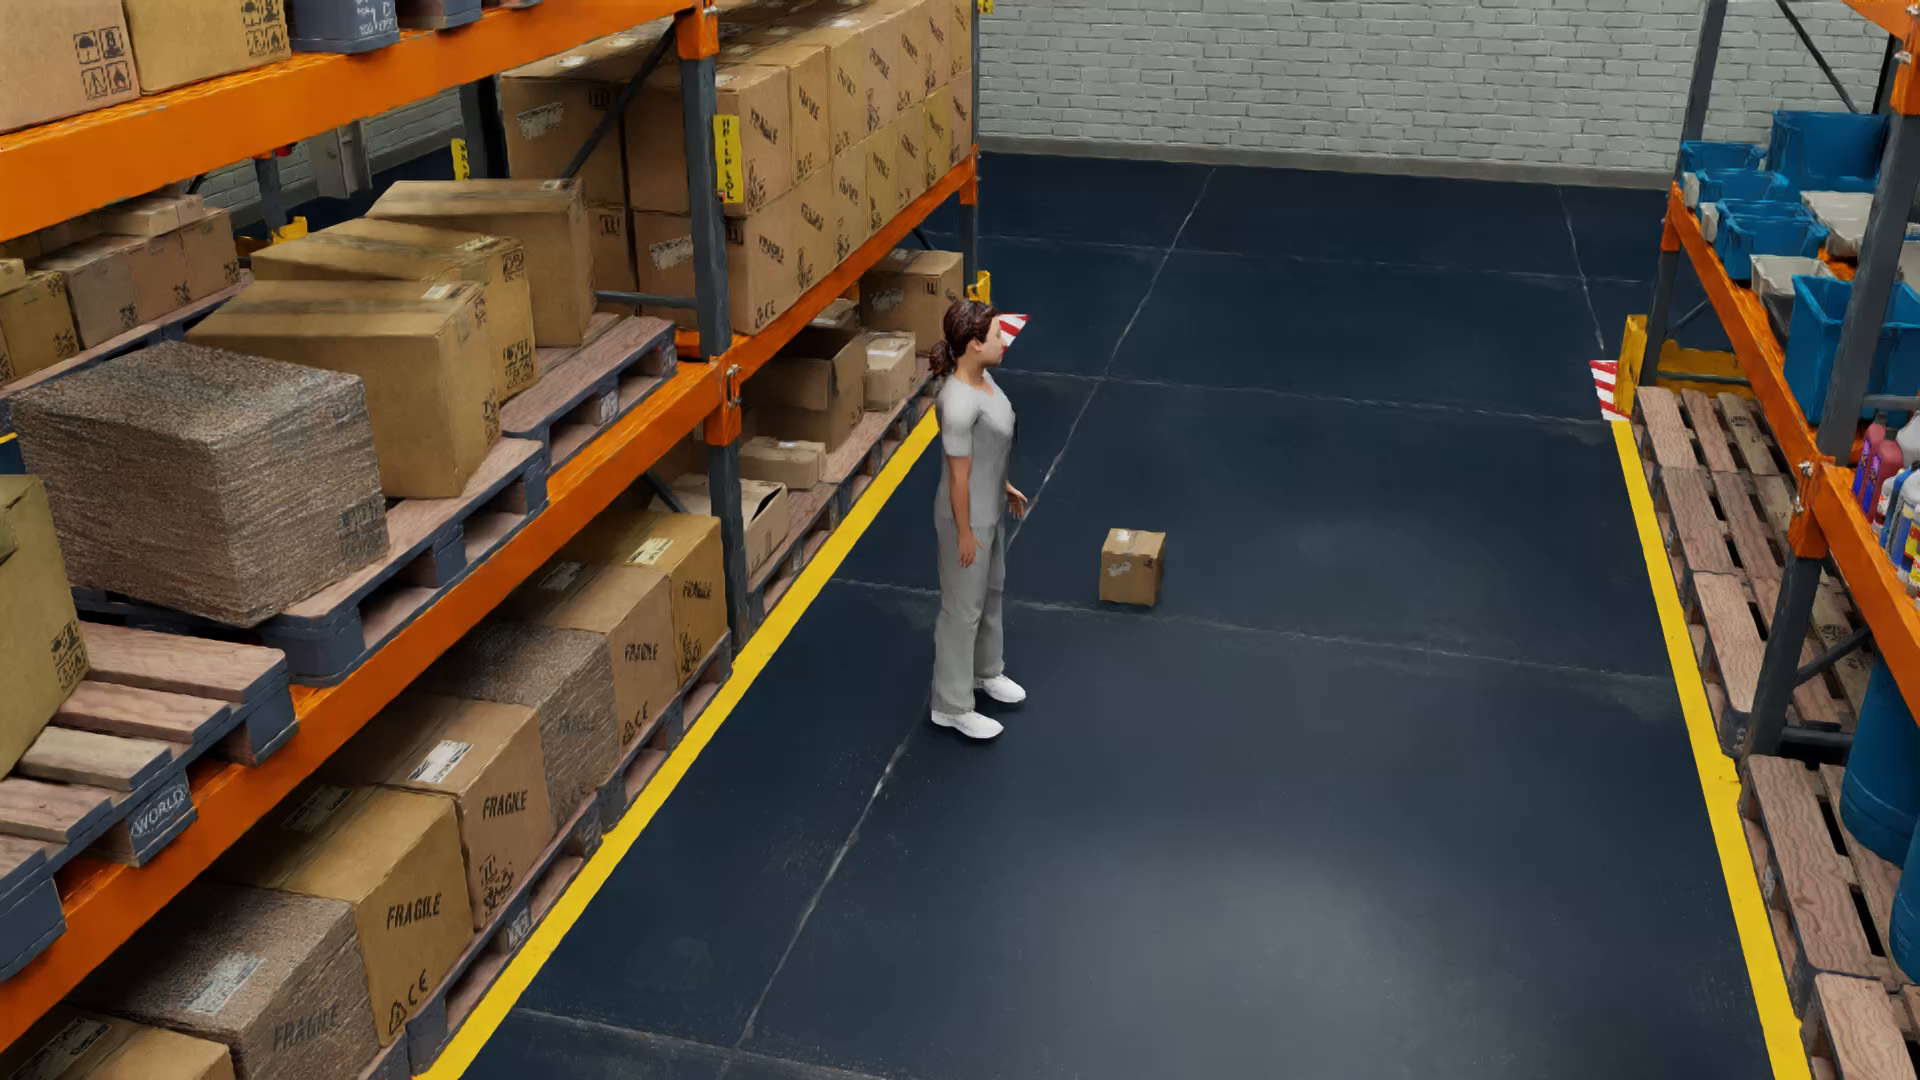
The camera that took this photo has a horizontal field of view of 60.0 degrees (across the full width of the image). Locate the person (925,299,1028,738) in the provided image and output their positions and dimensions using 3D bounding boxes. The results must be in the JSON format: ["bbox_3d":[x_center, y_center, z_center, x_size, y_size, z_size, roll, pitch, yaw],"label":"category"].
[{"bbox_3d":[0.065,-0.092,6.257,0.378,1.677,0.480,5,26,10],"label":"person"}]
